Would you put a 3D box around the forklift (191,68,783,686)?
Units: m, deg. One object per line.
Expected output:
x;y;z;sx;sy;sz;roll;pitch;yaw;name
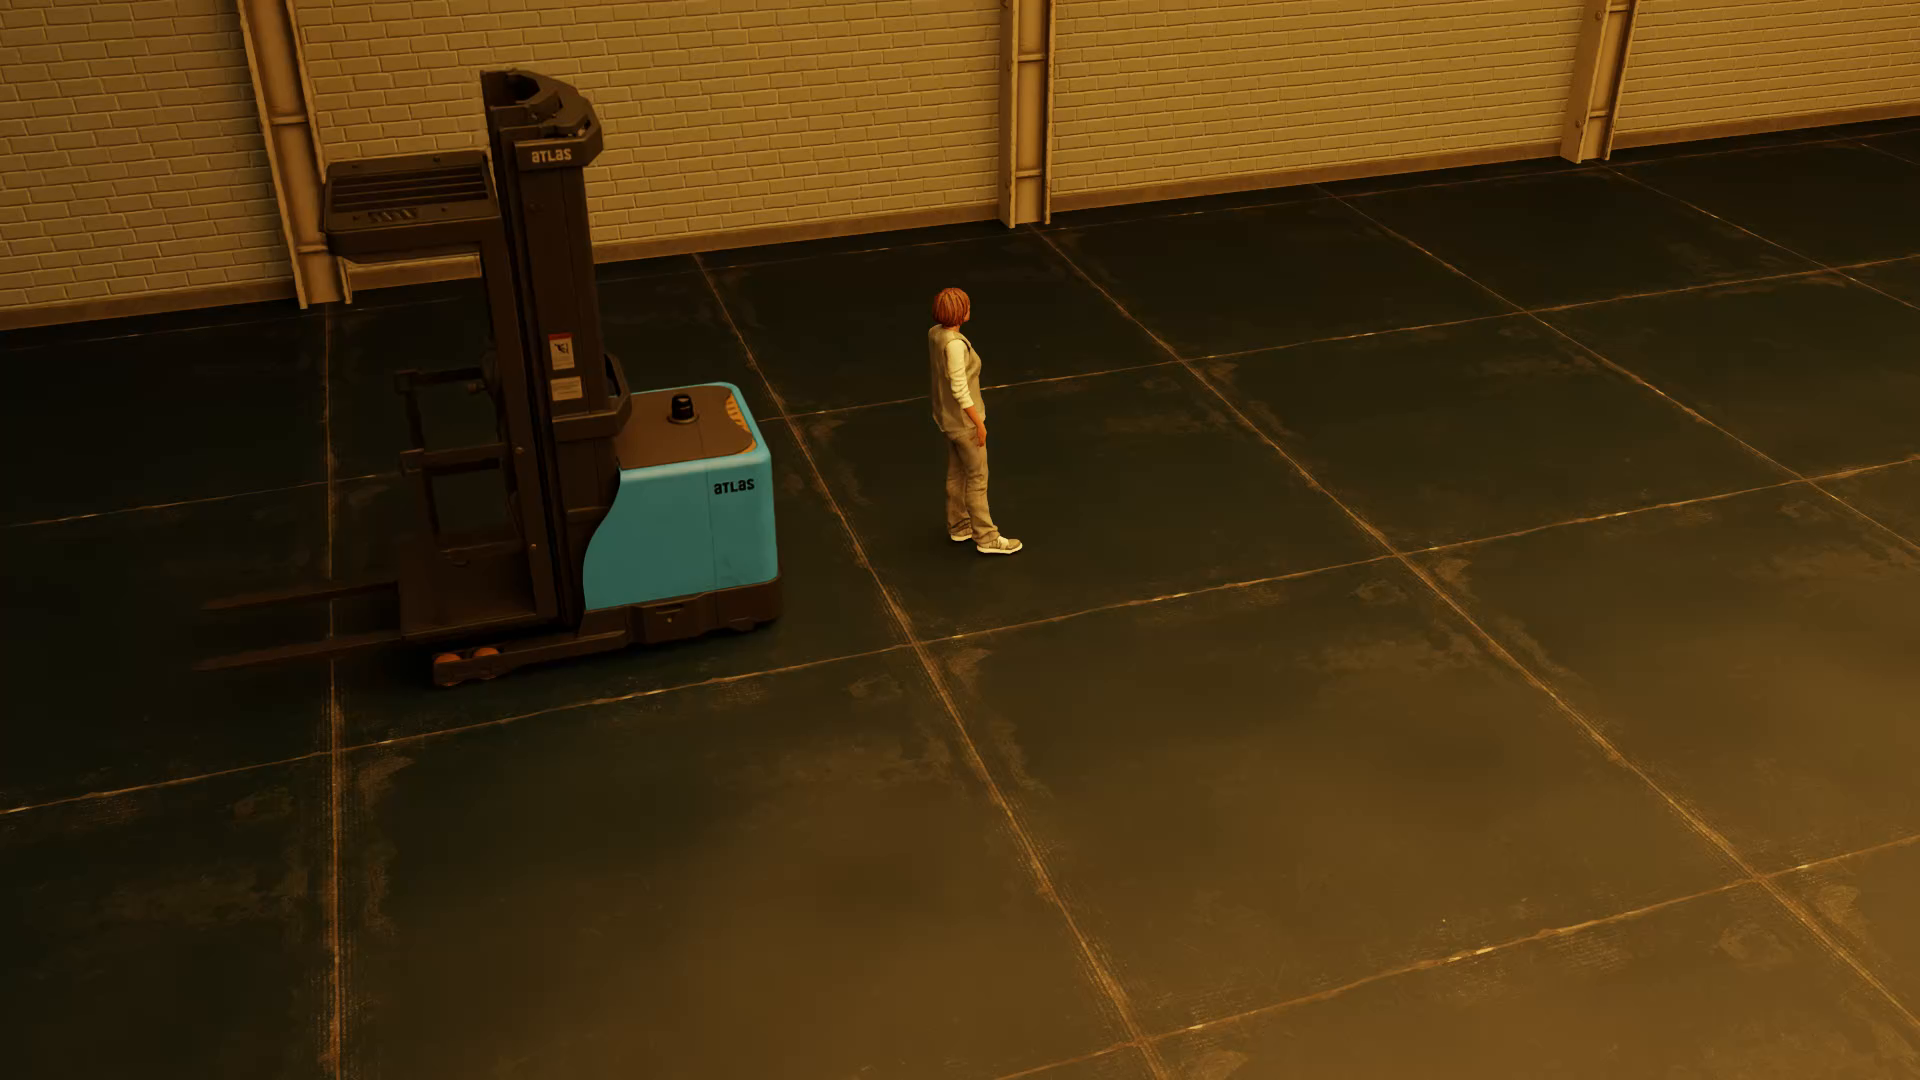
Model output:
-2.555;-0.801;8.479;3.031;2.935;1.130;-9;31;-15;forklift

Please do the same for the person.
0.075;-0.704;9.634;0.473;1.599;0.521;-10;31;-16;person
